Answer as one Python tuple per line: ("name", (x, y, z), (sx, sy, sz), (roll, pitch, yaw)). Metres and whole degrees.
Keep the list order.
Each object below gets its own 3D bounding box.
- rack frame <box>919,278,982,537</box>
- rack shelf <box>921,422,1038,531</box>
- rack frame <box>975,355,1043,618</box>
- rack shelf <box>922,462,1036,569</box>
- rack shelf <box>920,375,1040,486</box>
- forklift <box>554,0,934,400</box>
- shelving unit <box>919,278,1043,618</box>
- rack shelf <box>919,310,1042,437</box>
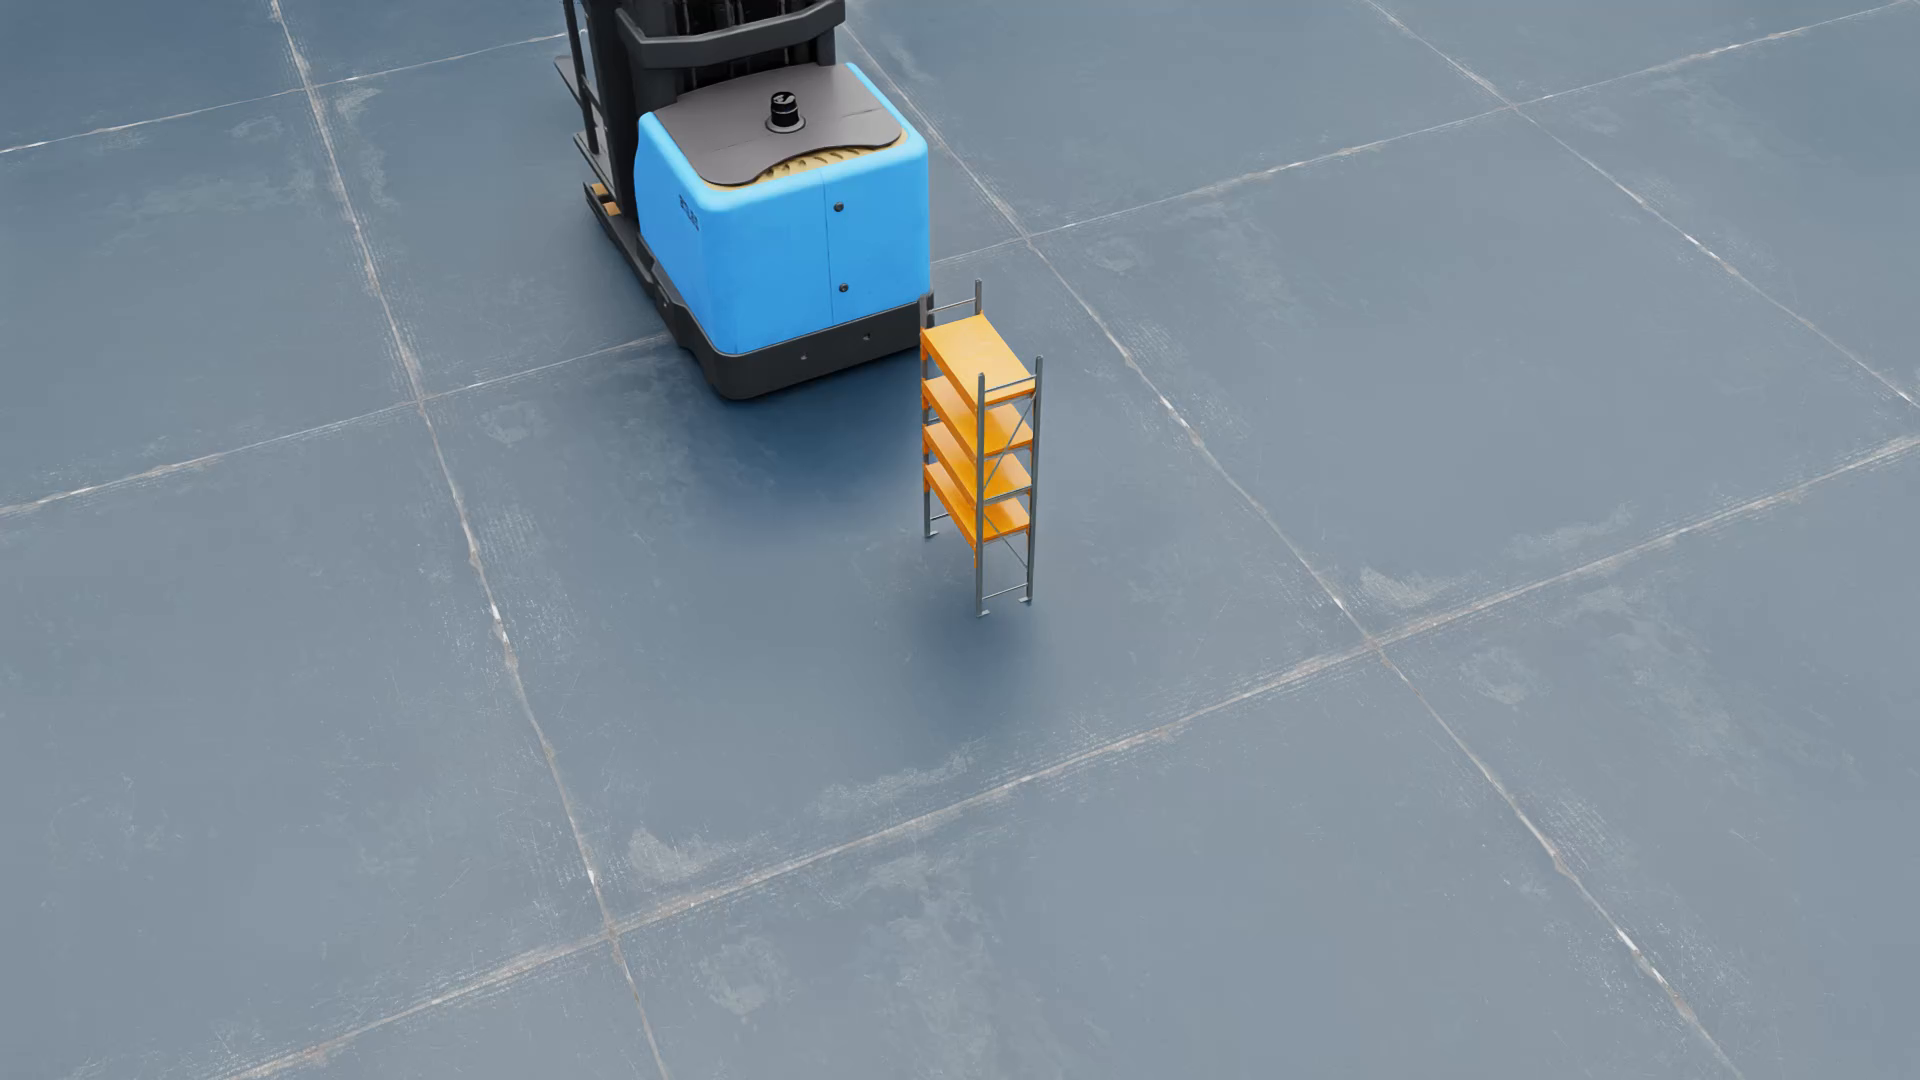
("rack frame", (-0.033, -0.477, 6.379), (0.240, 1.200, 0.015), (-18, 47, -17))
("rack shelf", (0.070, -0.274, 6.269), (0.258, 0.148, 0.480), (-18, 47, -17))
("rack frame", (0.172, -0.166, 6.064), (0.240, 1.200, 0.015), (-18, 47, -17))
("rack shelf", (0.070, -0.132, 6.408), (0.258, 0.148, 0.480), (-18, 47, -17))
("rack shelf", (0.070, -0.433, 6.112), (0.258, 0.148, 0.480), (-18, 47, -17))
("forklift", (-1.237, -2.694, 7.393), (1.130, 2.935, 3.031), (-20, 48, -19))
("shelving unit", (0.070, -0.322, 6.222), (0.258, 1.200, 0.503), (-18, 47, -17))
("rack shelf", (0.070, -0.601, 5.946), (0.258, 0.148, 0.480), (-18, 47, -17))
